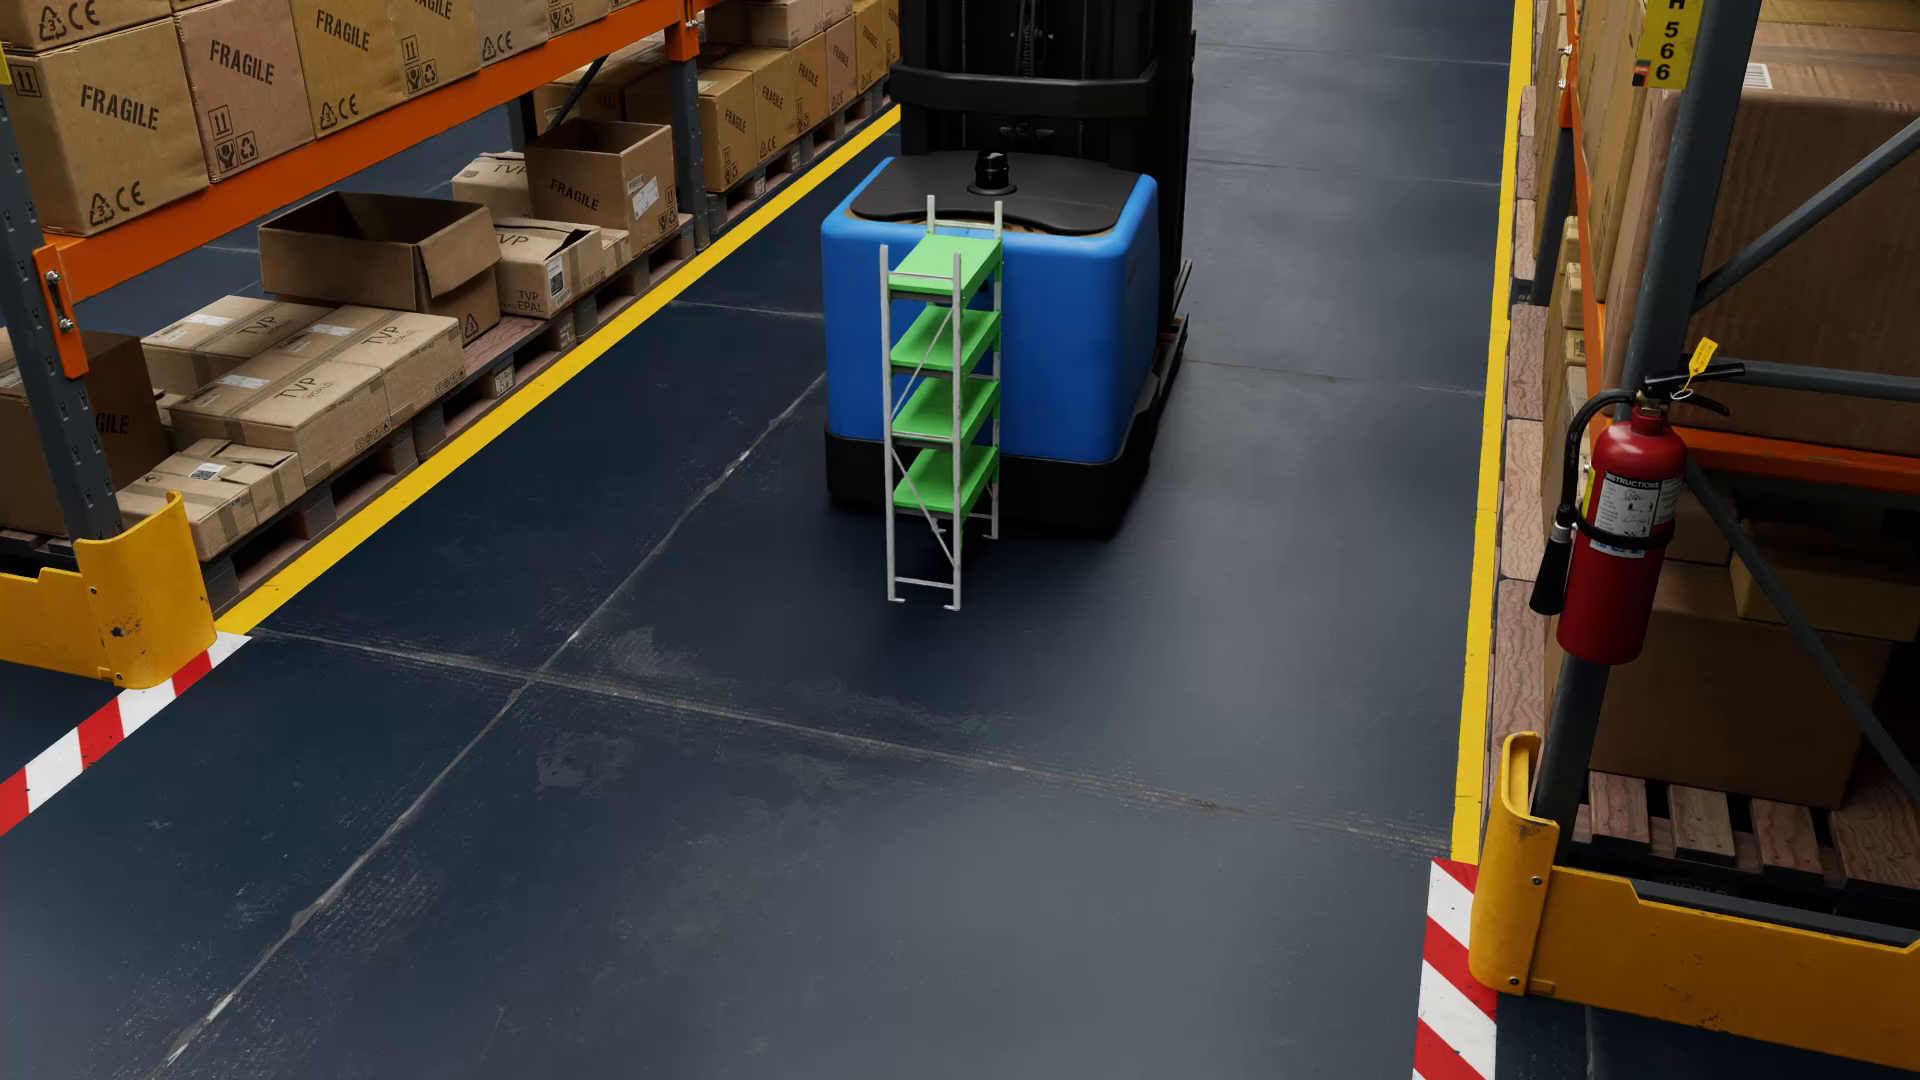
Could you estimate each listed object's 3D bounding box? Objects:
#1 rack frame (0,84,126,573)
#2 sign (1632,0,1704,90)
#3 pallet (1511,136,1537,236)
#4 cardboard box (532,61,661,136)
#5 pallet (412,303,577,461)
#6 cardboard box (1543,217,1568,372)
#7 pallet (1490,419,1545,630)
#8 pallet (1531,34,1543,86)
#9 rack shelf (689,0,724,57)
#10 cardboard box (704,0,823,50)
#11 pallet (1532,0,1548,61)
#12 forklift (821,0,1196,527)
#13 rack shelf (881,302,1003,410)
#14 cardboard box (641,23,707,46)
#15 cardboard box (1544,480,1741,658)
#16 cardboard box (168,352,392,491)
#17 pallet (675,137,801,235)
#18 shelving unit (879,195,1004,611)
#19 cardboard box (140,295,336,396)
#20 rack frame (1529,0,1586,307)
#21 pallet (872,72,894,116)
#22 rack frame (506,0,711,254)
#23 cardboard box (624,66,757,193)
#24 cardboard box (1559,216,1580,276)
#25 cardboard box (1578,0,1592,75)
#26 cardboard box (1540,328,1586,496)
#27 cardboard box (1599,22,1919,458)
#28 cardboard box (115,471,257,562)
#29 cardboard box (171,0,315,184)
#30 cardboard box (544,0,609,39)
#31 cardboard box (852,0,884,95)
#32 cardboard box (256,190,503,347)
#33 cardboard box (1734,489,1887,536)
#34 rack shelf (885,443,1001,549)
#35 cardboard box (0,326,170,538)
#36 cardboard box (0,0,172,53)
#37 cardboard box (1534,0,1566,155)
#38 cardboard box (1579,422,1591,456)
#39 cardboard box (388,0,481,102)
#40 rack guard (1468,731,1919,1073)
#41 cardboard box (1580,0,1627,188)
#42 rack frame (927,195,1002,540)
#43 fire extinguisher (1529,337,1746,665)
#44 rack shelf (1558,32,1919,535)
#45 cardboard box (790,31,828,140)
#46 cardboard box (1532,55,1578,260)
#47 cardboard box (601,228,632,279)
[{"bbox_3d":[-2.934,-0.985,4.435,1.000,3.000,0.127,8,30,15],"label":"rack frame"},{"bbox_3d":[1.287,-0.973,2.979,0.100,0.325,0.005,8,30,15],"label":"sign"},{"bbox_3d":[3.487,-1.858,8.873,1.003,0.211,1.213,8,30,15],"label":"pallet"},{"bbox_3d":[-1.890,-2.214,8.763,0.500,0.500,0.500,8,30,15],"label":"cardboard box"},{"bbox_3d":[-2.319,-0.737,6.858,1.003,0.211,1.213,8,30,15],"label":"pallet"},{"bbox_3d":[2.659,-0.897,6.416,0.700,0.500,0.500,9,30,16],"label":"cardboard box"},{"bbox_3d":[2.322,-0.009,5.549,1.003,0.211,1.213,8,30,15],"label":"pallet"},{"bbox_3d":[4.381,-3.142,11.181,1.003,0.211,1.213,8,30,15],"label":"pallet"},{"bbox_3d":[-1.173,-3.459,9.622,1.077,0.370,4.000,8,30,15],"label":"rack shelf"},{"bbox_3d":[-1.092,-2.926,9.272,0.500,0.250,0.500,9,30,15],"label":"cardboard box"},{"bbox_3d":[4.741,-3.707,12.197,1.003,0.211,1.213,8,30,15],"label":"pallet"},{"bbox_3d":[0.369,-2.025,6.375,1.130,2.935,3.031,7,30,12],"label":"forklift"},{"bbox_3d":[-0.050,-0.582,5.201,0.258,0.148,0.480,8,30,13],"label":"rack shelf"},{"bbox_3d":[-1.589,-2.675,9.592,0.500,0.500,0.500,9,30,15],"label":"cardboard box"},{"bbox_3d":[2.059,0.057,4.701,0.700,0.500,0.500,8,30,15],"label":"cardboard box"},{"bbox_3d":[-2.357,-0.420,5.795,0.500,0.250,0.500,8,30,15],"label":"cardboard box"},{"bbox_3d":[-1.558,-2.008,9.143,1.003,0.211,1.213,8,30,15],"label":"pallet"},{"bbox_3d":[-0.050,-0.429,5.286,0.258,1.200,0.503,8,30,13],"label":"shelving unit"},{"bbox_3d":[-2.703,-0.701,6.300,0.500,0.250,0.500,8,30,15],"label":"cardboard box"},{"bbox_3d":[2.976,-2.139,6.509,1.000,3.000,0.127,8,30,15],"label":"rack frame"},{"bbox_3d":[-0.842,-3.142,11.182,1.003,0.211,1.213,8,30,15],"label":"pallet"},{"bbox_3d":[-1.760,-2.844,7.776,1.000,3.000,0.127,8,30,15],"label":"rack frame"},{"bbox_3d":[-1.385,-2.134,8.619,0.500,0.500,0.500,7,30,13],"label":"cardboard box"},{"bbox_3d":[2.384,-1.047,6.019,0.380,0.149,0.250,10,30,17],"label":"cardboard box"},{"bbox_3d":[2.801,-2.020,5.987,0.980,0.700,0.700,9,30,16],"label":"cardboard box"},{"bbox_3d":[2.355,-0.426,5.569,0.700,0.500,0.500,9,30,16],"label":"cardboard box"},{"bbox_3d":[1.942,-0.649,3.523,0.980,0.700,0.700,10,31,17],"label":"cardboard box"},{"bbox_3d":[-2.483,-0.077,5.283,0.380,0.149,0.250,8,30,15],"label":"cardboard box"},{"bbox_3d":[-2.406,-1.438,5.146,0.500,0.500,0.500,8,30,14],"label":"cardboard box"},{"bbox_3d":[-1.812,-2.379,6.838,0.500,0.500,0.500,9,30,16],"label":"cardboard box"},{"bbox_3d":[-0.789,-3.094,10.345,0.500,0.500,0.500,7,30,13],"label":"cardboard box"},{"bbox_3d":[-2.307,-1.071,6.705,0.797,0.503,0.637,8,30,15],"label":"cardboard box"},{"bbox_3d":[2.214,-0.143,4.393,0.380,0.149,0.250,9,30,15],"label":"cardboard box"},{"bbox_3d":[-0.050,-0.163,5.434,0.258,0.148,0.480,8,30,13],"label":"rack shelf"},{"bbox_3d":[-3.010,-0.373,5.453,0.500,0.500,0.500,8,30,15],"label":"cardboard box"},{"bbox_3d":[-2.552,-1.634,4.470,0.500,0.500,0.500,9,30,16],"label":"cardboard box"},{"bbox_3d":[3.546,-2.512,8.960,0.750,0.750,0.750,8,30,15],"label":"cardboard box"},{"bbox_3d":[1.850,-0.198,4.493,0.380,0.149,0.250,9,30,16],"label":"cardboard box"},{"bbox_3d":[-2.107,-1.903,5.982,0.500,0.500,0.500,9,30,16],"label":"cardboard box"},{"bbox_3d":[1.795,0.824,3.755,1.175,0.500,0.348,8,30,15],"label":"rack guard"},{"bbox_3d":[2.378,-1.342,4.768,0.980,0.700,0.700,7,30,12],"label":"cardboard box"},{"bbox_3d":[0.015,-0.543,5.492,0.240,1.200,0.015,8,30,13],"label":"rack frame"},{"bbox_3d":[1.317,-0.079,3.269,0.296,0.674,0.183,8,30,15],"label":"fire extinguisher"},{"bbox_3d":[2.389,-0.895,5.013,1.077,0.370,4.000,8,30,15],"label":"rack shelf"},{"bbox_3d":[-1.086,-2.614,9.483,0.500,0.500,0.500,9,30,15],"label":"cardboard box"},{"bbox_3d":[3.043,-1.703,7.506,0.750,0.750,0.750,9,30,15],"label":"cardboard box"},{"bbox_3d":[-1.709,-1.302,7.485,0.380,0.149,0.250,8,30,15],"label":"cardboard box"}]
